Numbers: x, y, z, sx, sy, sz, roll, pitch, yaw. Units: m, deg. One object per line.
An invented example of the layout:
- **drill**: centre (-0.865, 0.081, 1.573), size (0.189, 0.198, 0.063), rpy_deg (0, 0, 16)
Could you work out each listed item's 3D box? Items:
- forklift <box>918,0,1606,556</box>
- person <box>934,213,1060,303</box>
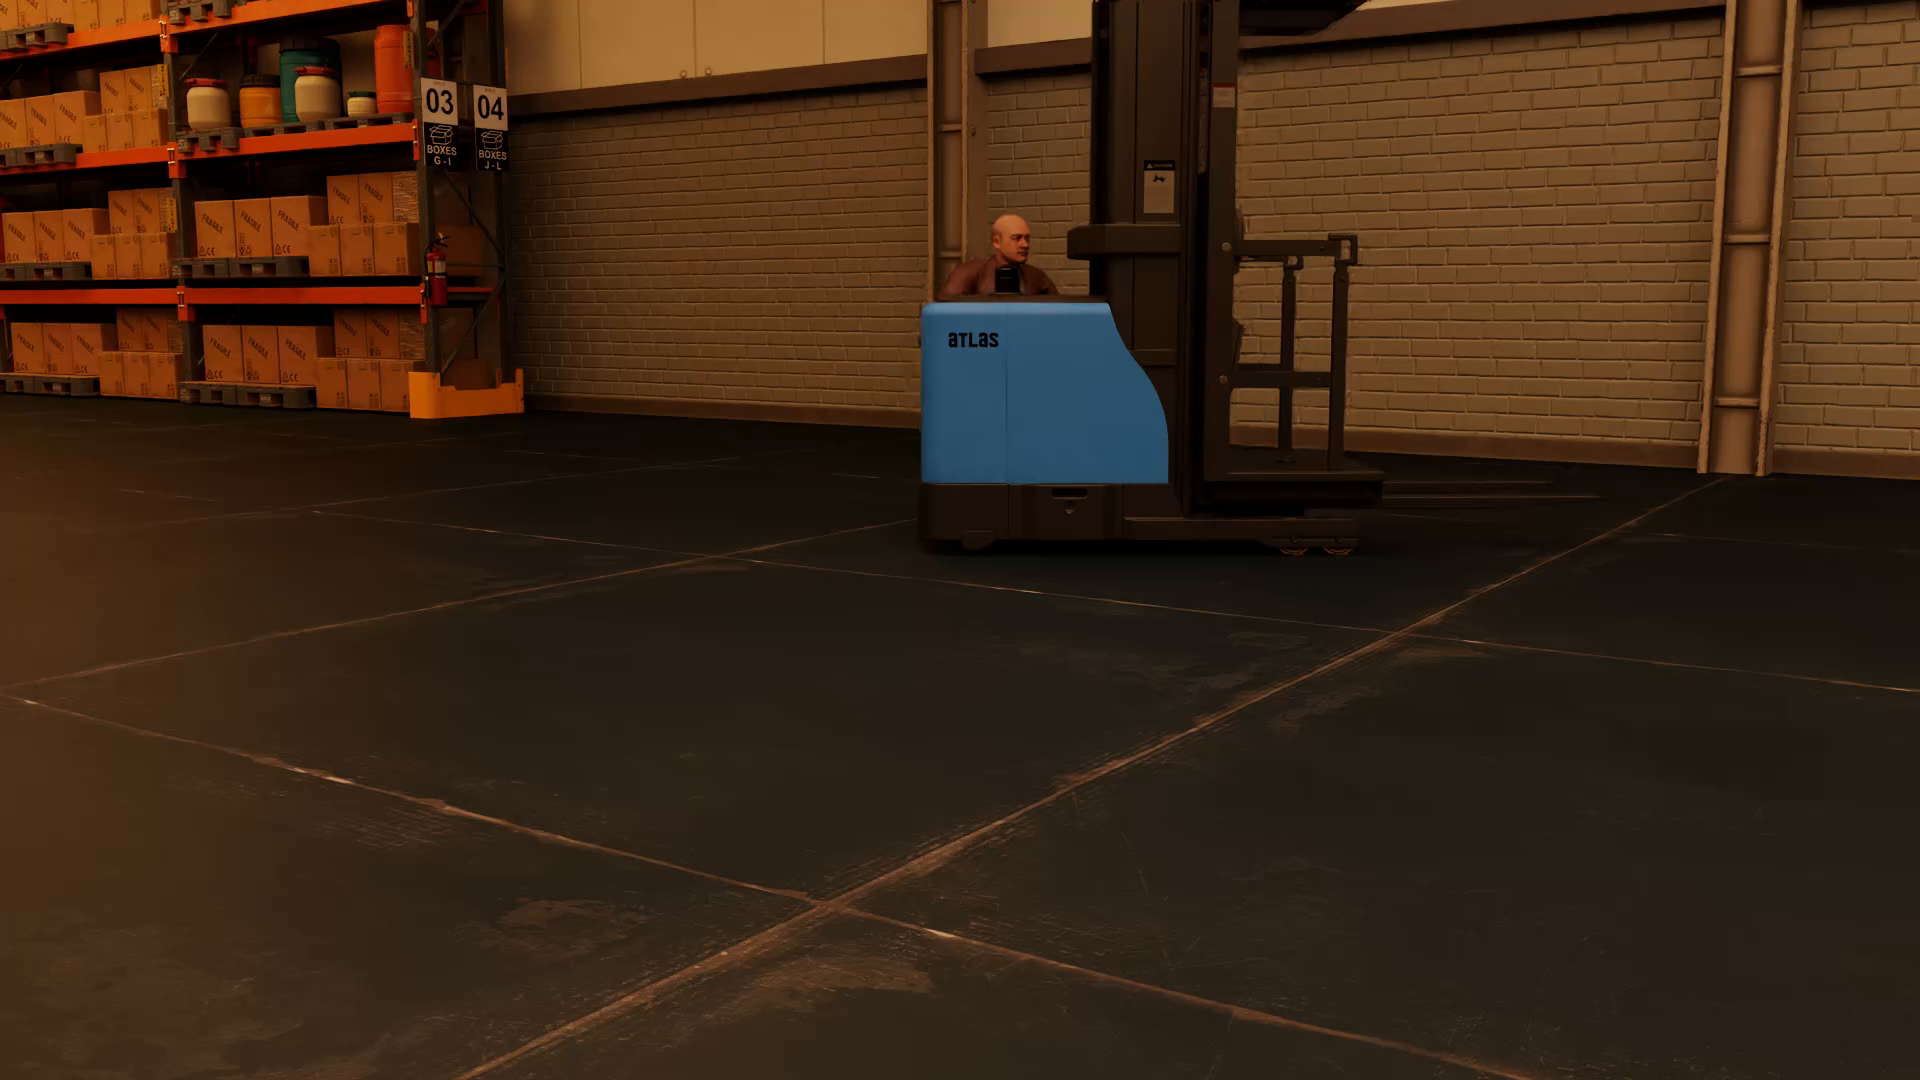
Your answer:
- **forklift**: centre (1.328, -1.458, 7.443), size (3.031, 2.935, 1.130), rpy_deg (0, 8, -1)
- **person**: centre (0.374, -0.815, 8.148), size (0.862, 1.565, 0.908), rpy_deg (-7, 11, -40)
